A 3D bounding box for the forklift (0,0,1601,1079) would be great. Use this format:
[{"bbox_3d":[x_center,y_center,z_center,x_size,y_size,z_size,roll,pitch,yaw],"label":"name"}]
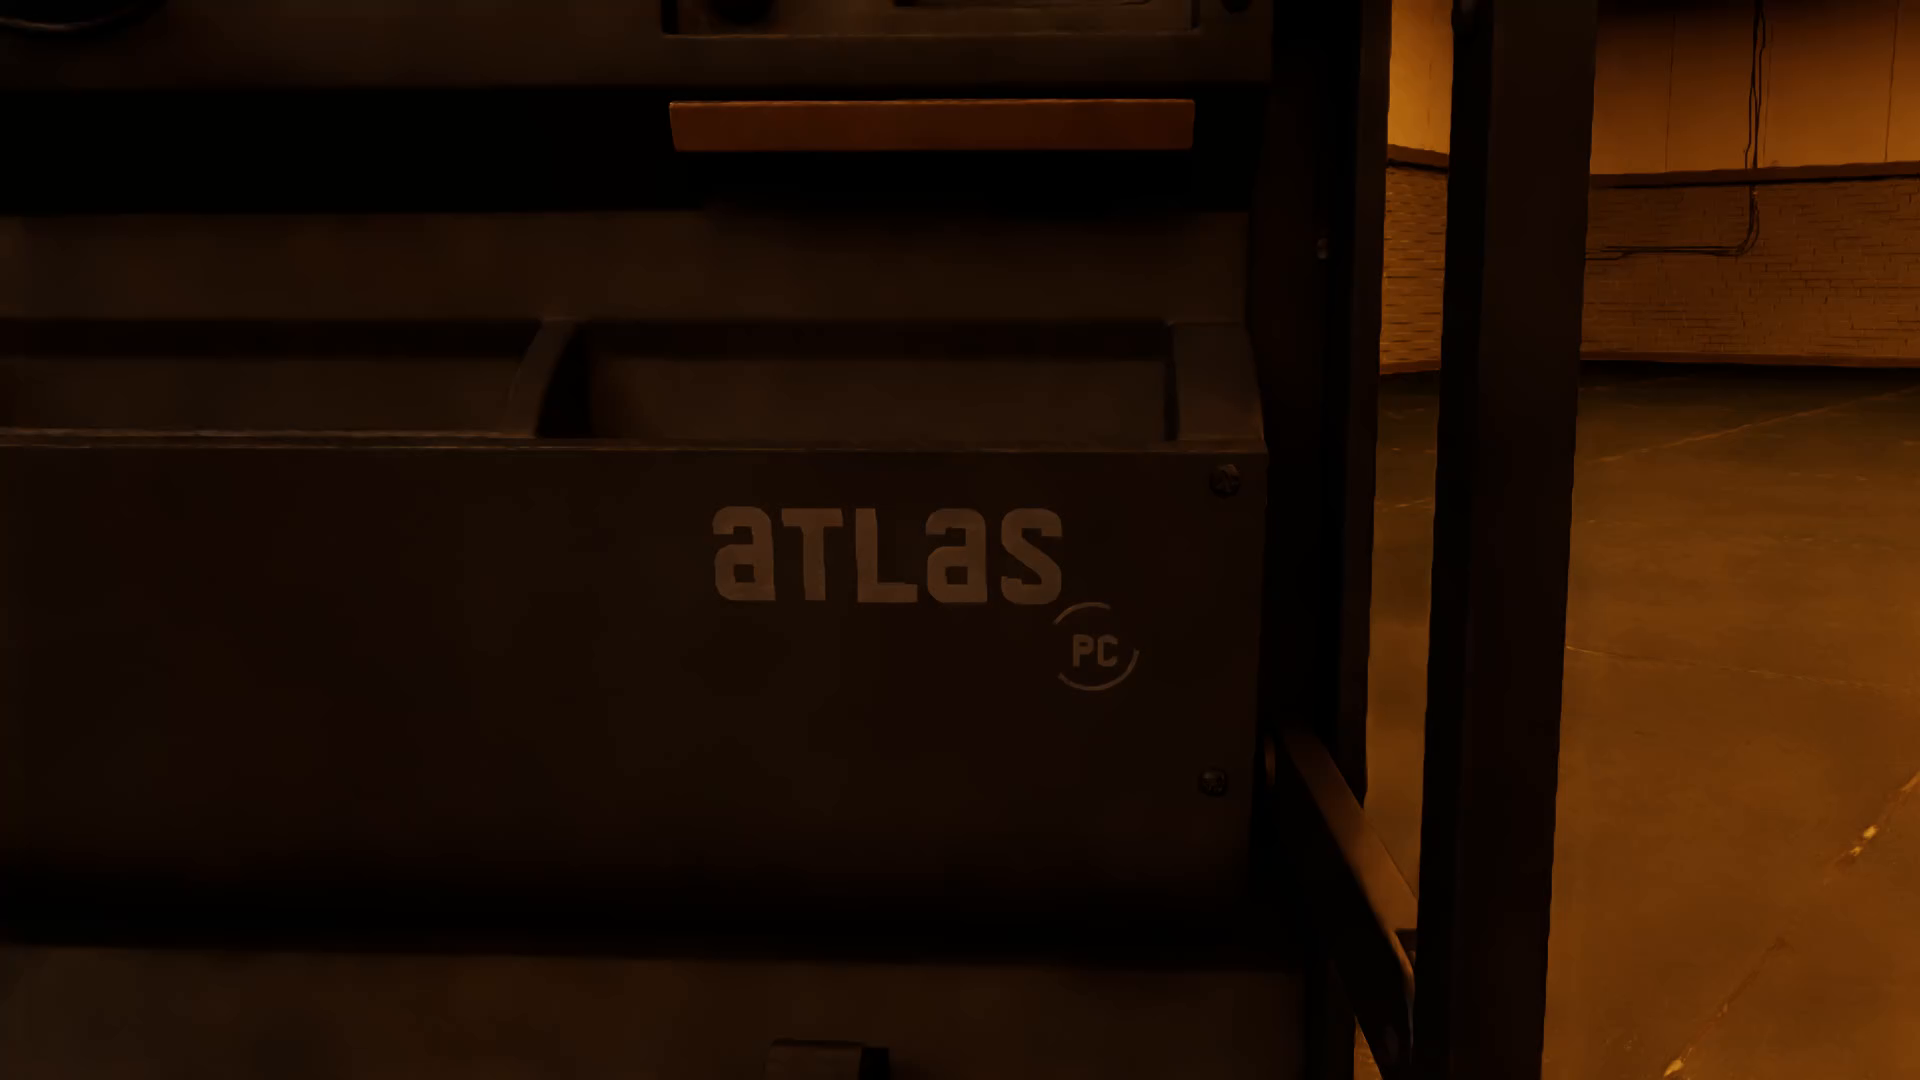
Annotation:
[{"bbox_3d":[-0.281,-0.519,0.832,1.130,2.935,3.031,0,8,3],"label":"forklift"}]
